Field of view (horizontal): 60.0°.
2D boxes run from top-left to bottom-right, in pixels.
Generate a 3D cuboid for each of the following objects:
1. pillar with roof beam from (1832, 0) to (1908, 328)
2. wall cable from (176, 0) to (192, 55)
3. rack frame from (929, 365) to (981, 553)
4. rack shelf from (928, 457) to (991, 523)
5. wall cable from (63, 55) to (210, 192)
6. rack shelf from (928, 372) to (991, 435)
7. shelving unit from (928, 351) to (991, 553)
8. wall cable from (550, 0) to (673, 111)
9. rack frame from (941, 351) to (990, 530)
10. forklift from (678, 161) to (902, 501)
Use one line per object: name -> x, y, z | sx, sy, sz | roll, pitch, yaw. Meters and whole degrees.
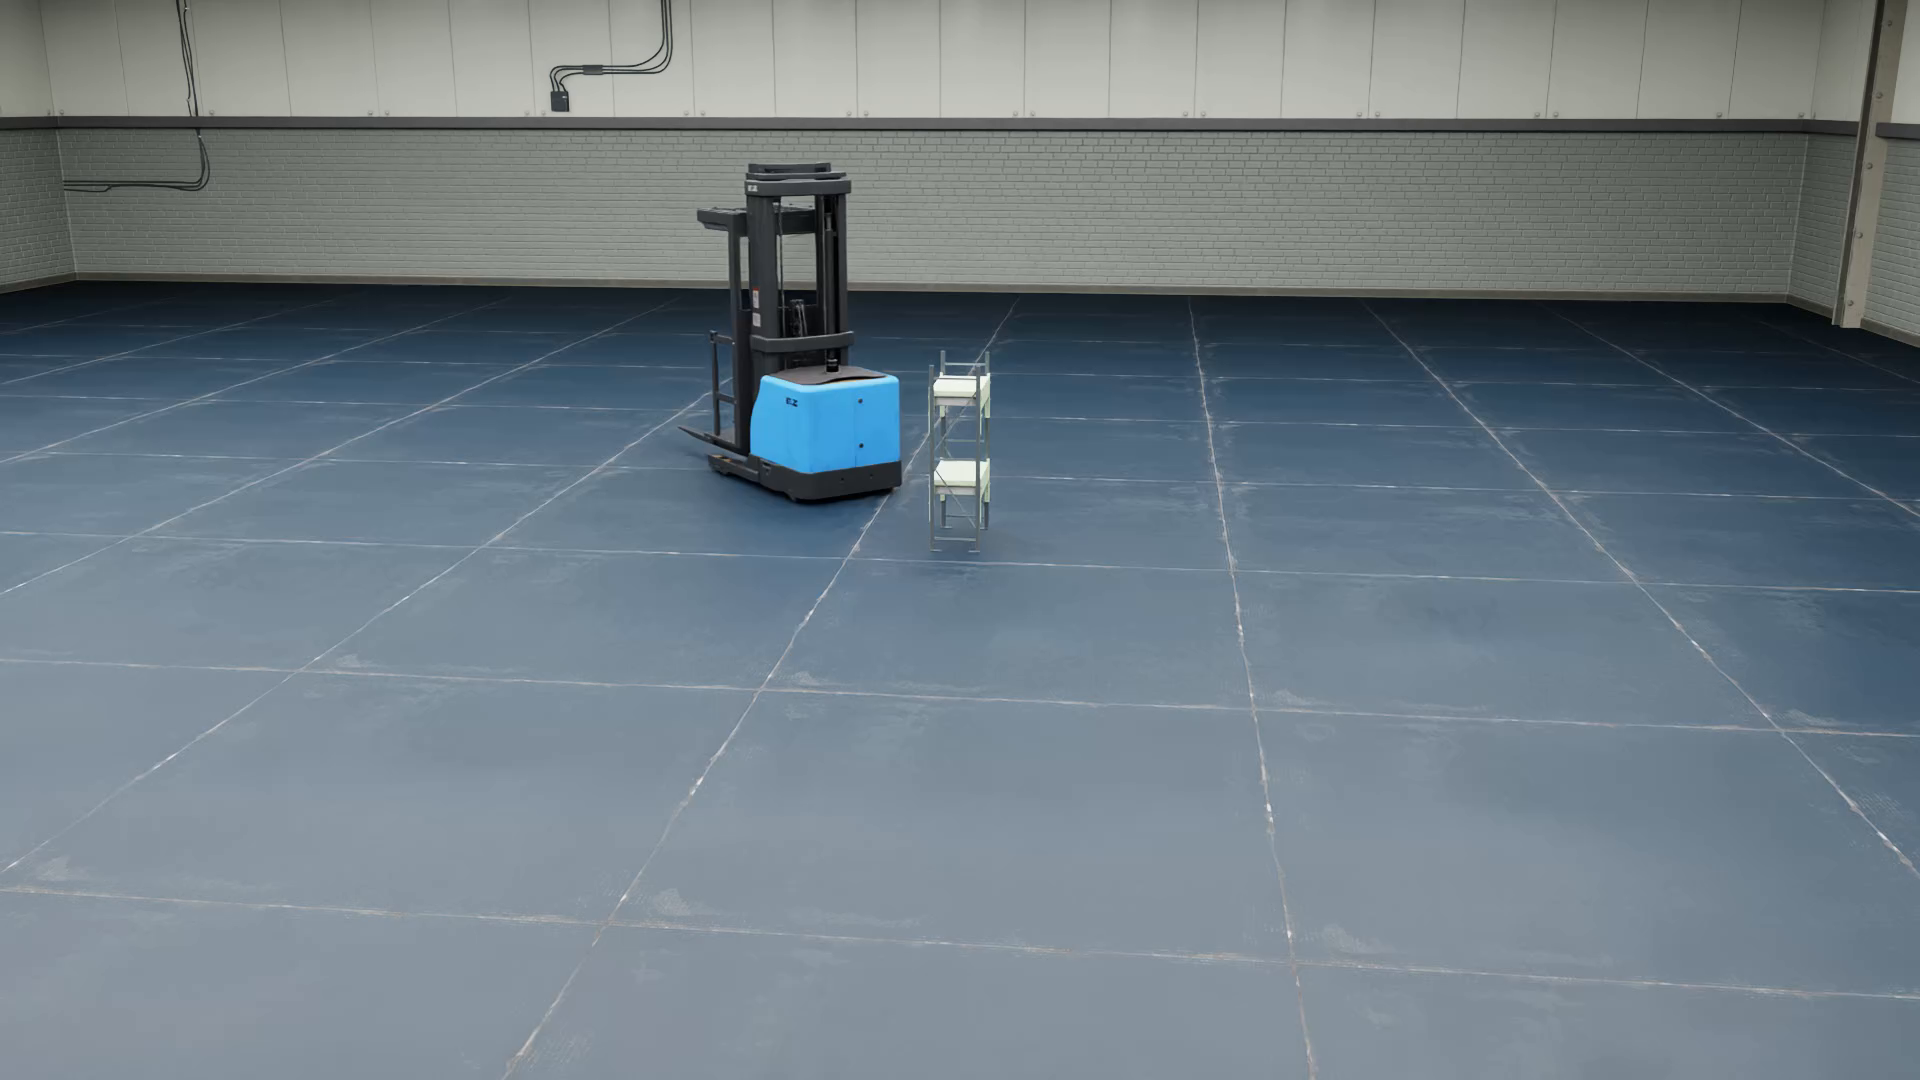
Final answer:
pillar with roof beam -> 9.626, -7.827, 25.367 | 9.100, 9.000, 0.400 | 2, 15, 6
wall cable -> -13.061, -10.212, 30.463 | 3.097, 2.526, 0.112 | 2, 15, 6
rack frame -> -0.041, -0.631, 13.122 | 0.400, 1.500, 0.023 | 2, 15, 6
rack shelf -> 0.001, -0.411, 13.558 | 0.431, 0.370, 0.720 | 2, 15, 6
wall cable -> -15.749, -7.854, 31.416 | 3.097, 2.526, 0.112 | 2, 15, 6
rack shelf -> 0.001, -1.102, 13.371 | 0.431, 0.370, 0.720 | 2, 15, 6
shelving unit -> 0.001, -0.726, 13.473 | 0.431, 1.500, 0.755 | 2, 15, 6
wall cable -> -6.318, -10.711, 29.518 | 2.305, 6.003, 0.169 | 2, 15, 6
rack frame -> 0.042, -0.821, 13.824 | 0.400, 1.500, 0.023 | 2, 15, 6
forklift -> -1.777, -2.093, 15.787 | 1.130, 2.935, 3.031 | -10, 18, -33
